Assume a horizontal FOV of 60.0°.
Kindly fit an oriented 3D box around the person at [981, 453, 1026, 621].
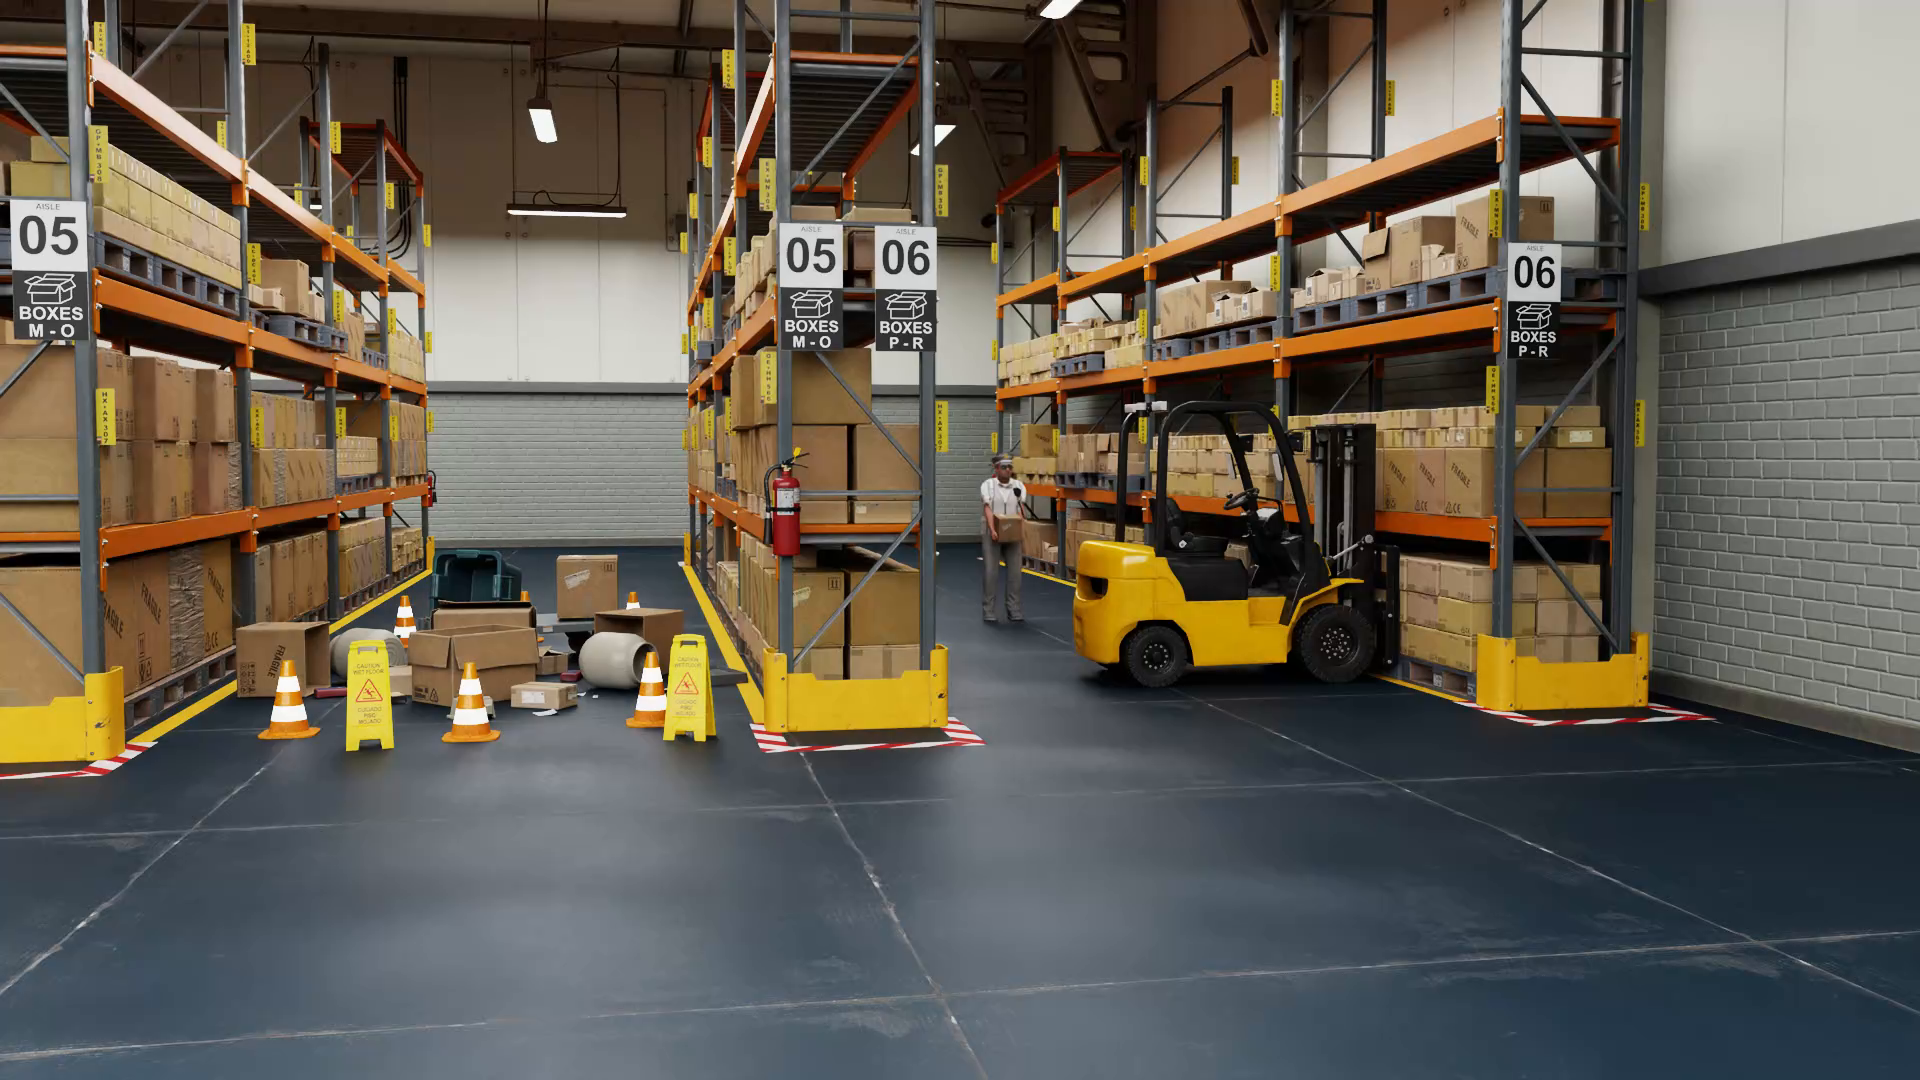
[{"bbox_3d":[0.473,-0.032,17.540,0.490,1.771,0.567,-1,3,-12],"label":"person"}]
